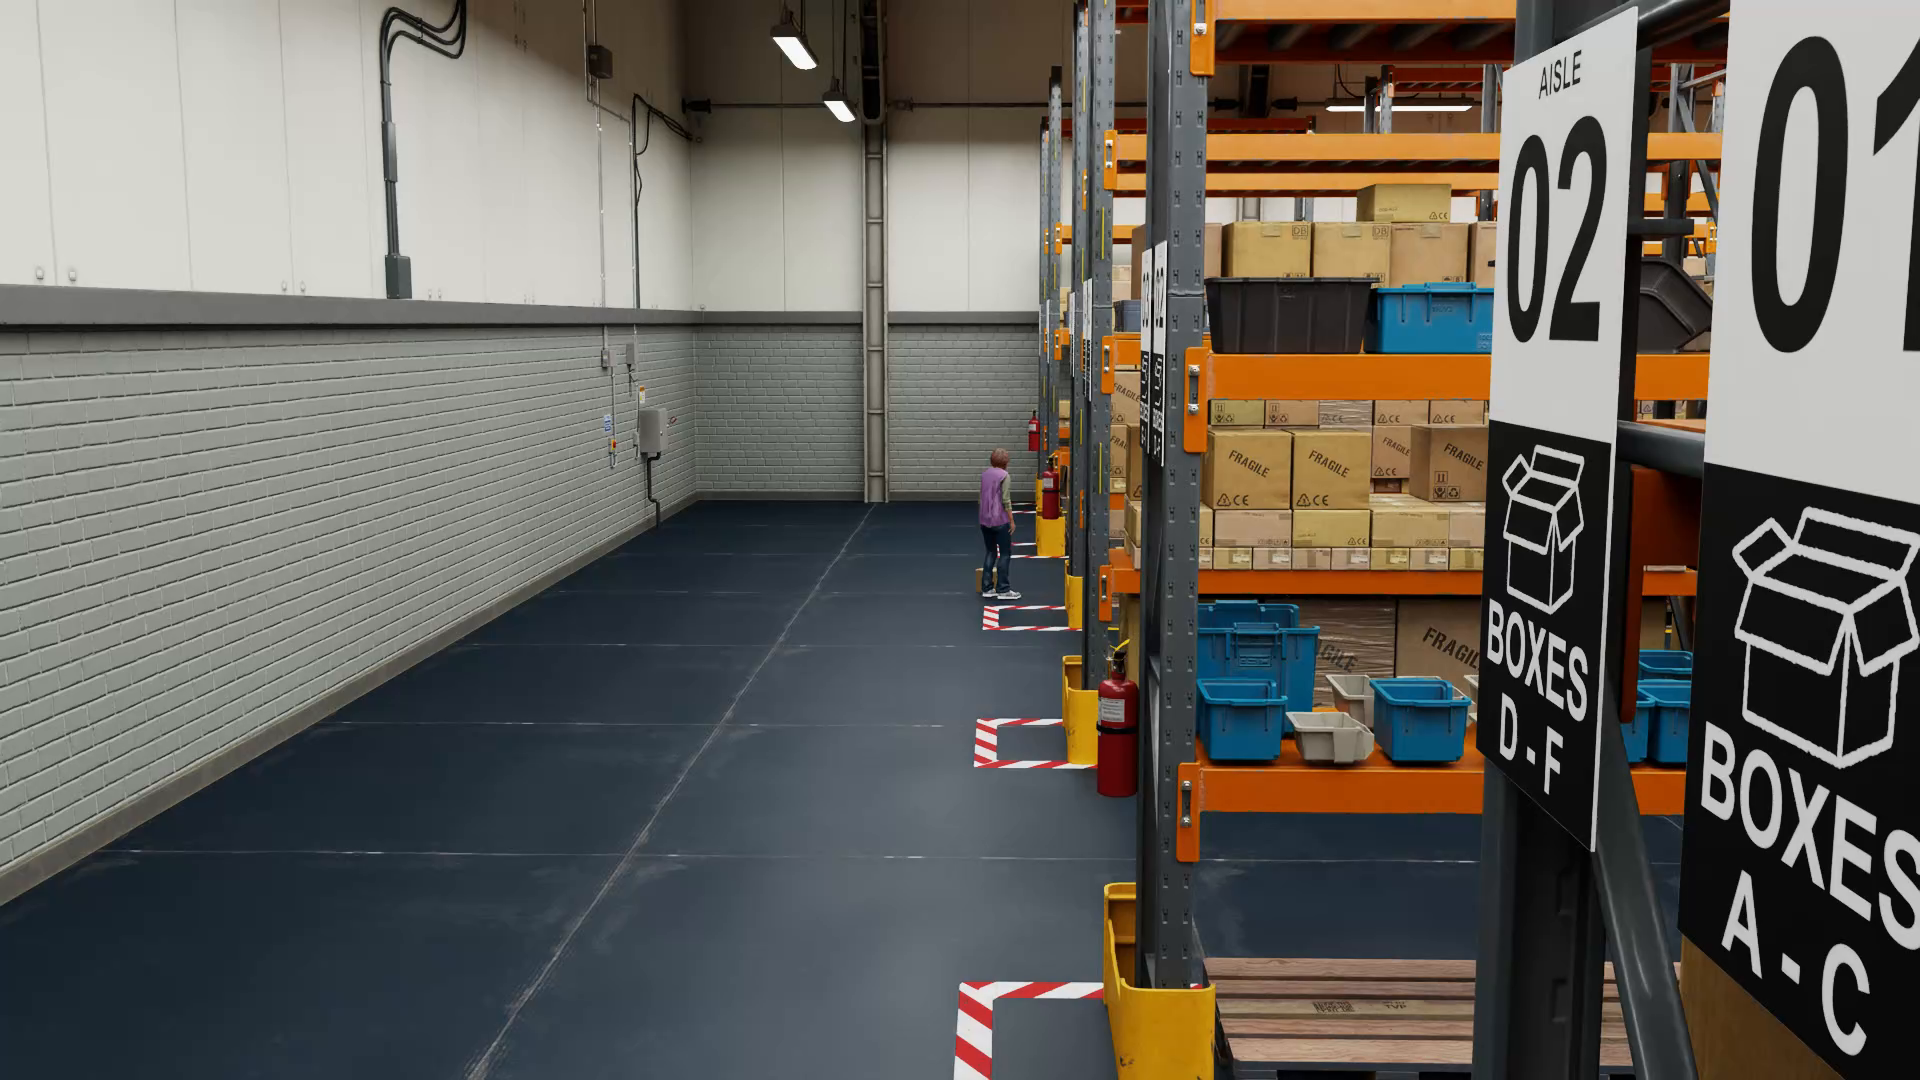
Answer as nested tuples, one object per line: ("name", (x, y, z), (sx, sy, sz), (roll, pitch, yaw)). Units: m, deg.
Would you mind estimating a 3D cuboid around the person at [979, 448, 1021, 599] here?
("person", (0.391, -0.174, 17.657), (0.345, 1.592, 0.463), (-7, 10, -42))
